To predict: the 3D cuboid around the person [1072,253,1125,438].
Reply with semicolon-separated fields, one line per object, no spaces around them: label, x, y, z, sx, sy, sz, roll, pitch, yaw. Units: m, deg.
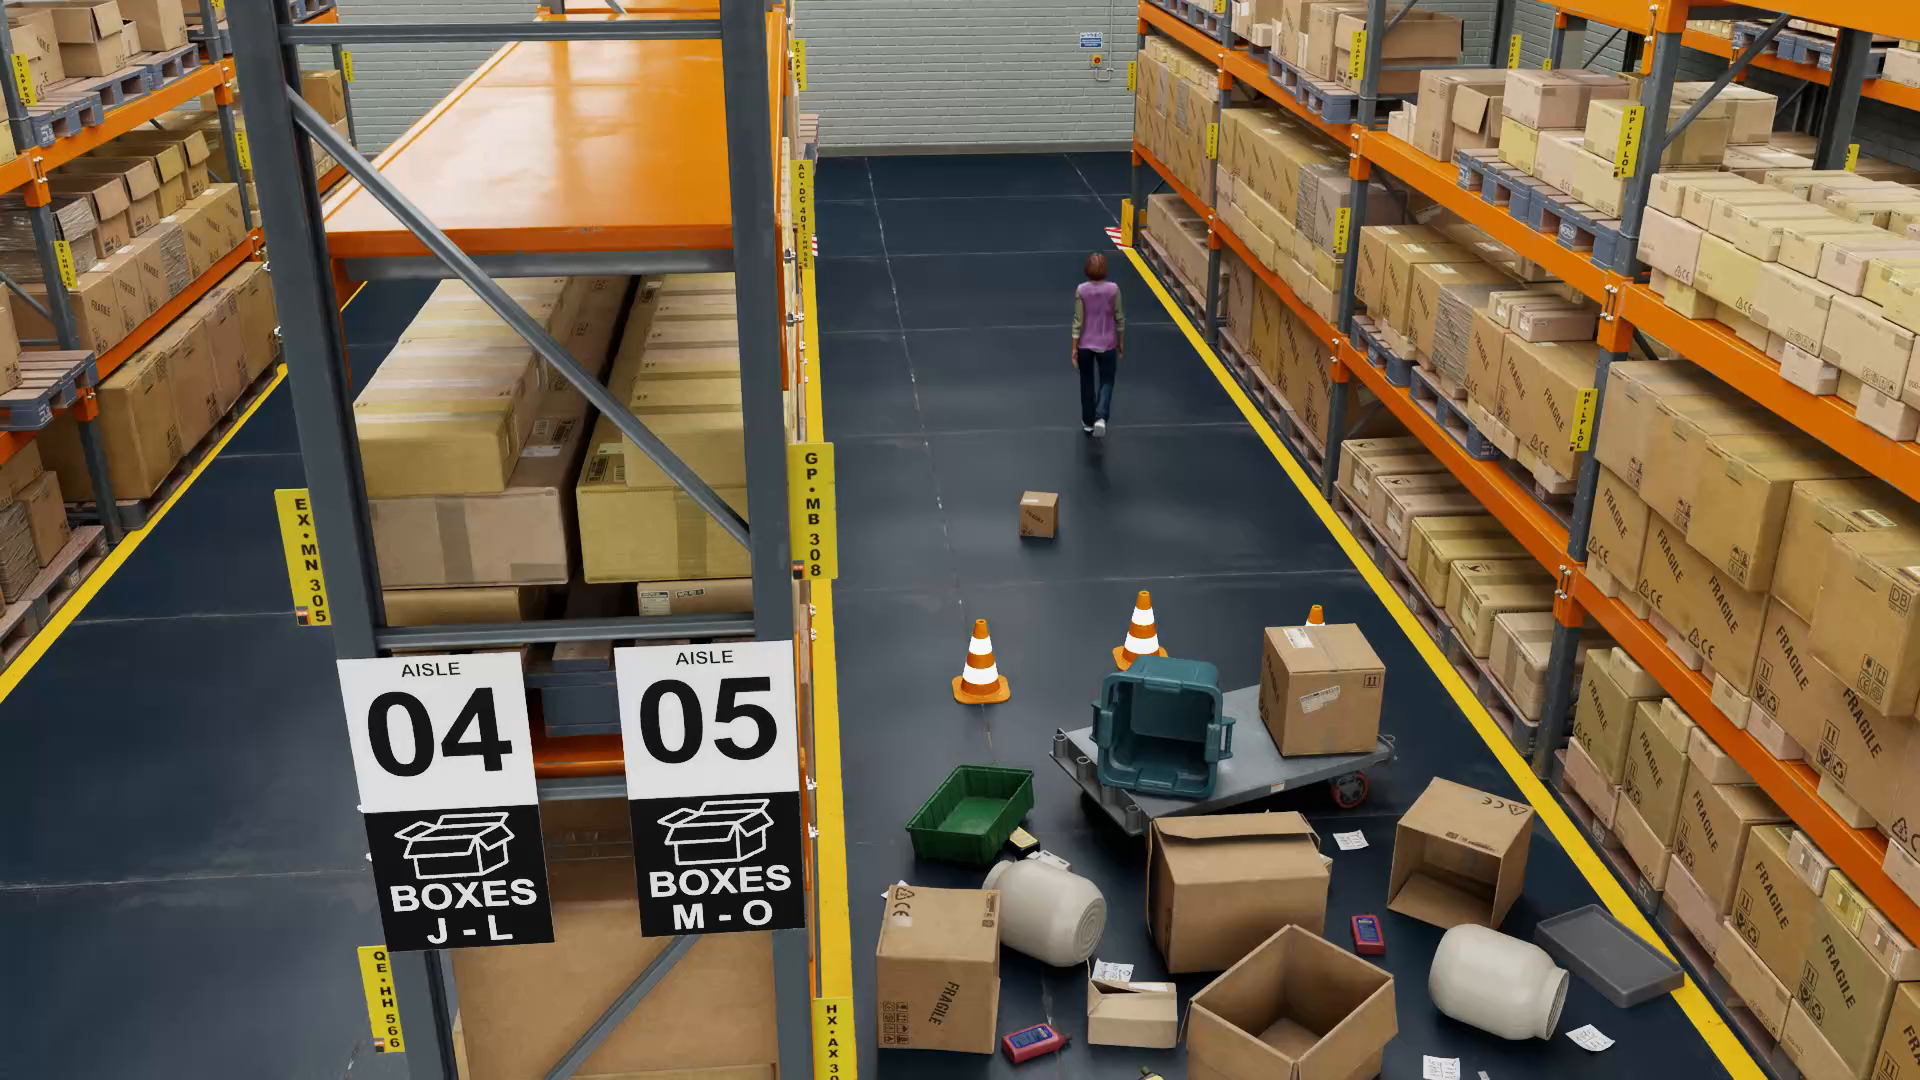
person;1.126;-1.574;13.613;0.426;1.567;0.783;3;24;6
